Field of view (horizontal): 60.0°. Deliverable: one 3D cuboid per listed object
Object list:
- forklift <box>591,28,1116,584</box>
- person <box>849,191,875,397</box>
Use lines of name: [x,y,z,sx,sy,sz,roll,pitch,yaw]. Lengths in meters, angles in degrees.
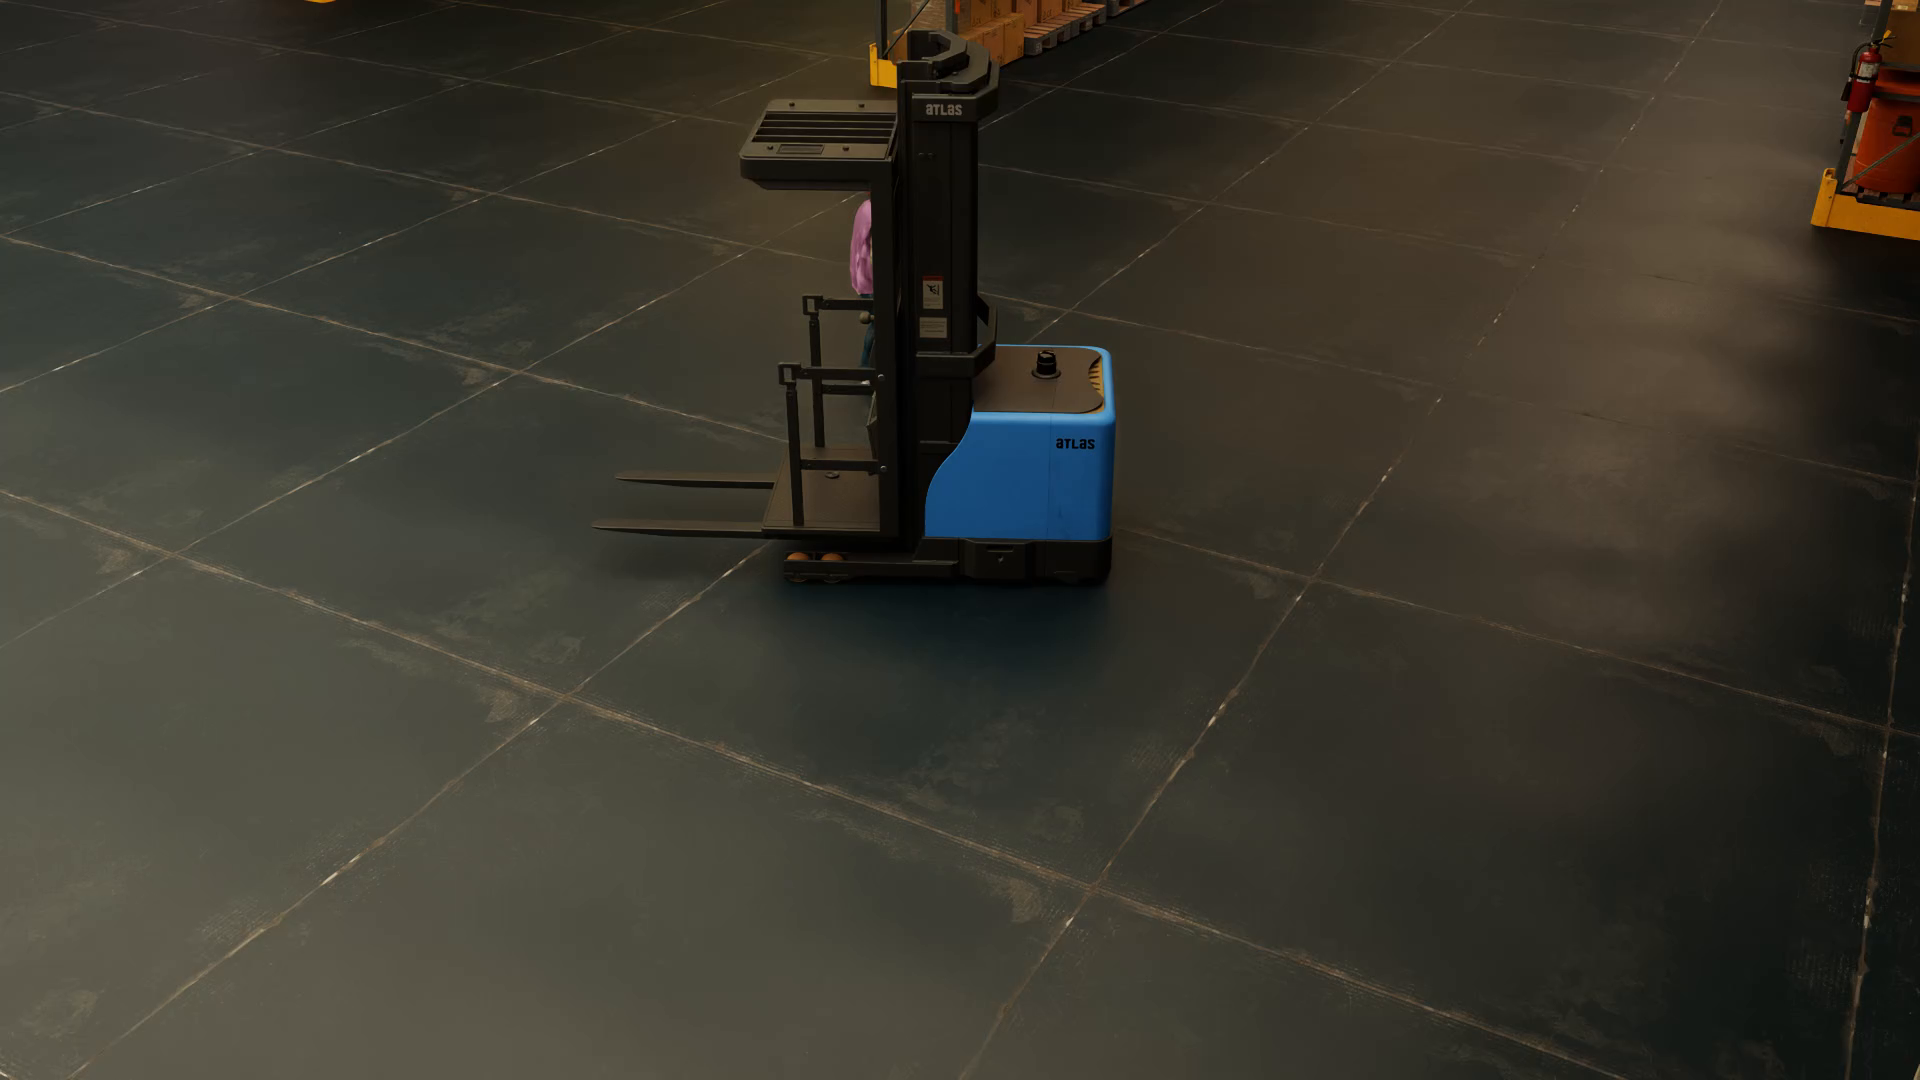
forklift: [-0.626,-1.285,9.297,3.031,2.935,1.130,1,30,2]
person: [-0.569,-1.759,11.459,0.348,1.592,0.465,-9,31,-15]
